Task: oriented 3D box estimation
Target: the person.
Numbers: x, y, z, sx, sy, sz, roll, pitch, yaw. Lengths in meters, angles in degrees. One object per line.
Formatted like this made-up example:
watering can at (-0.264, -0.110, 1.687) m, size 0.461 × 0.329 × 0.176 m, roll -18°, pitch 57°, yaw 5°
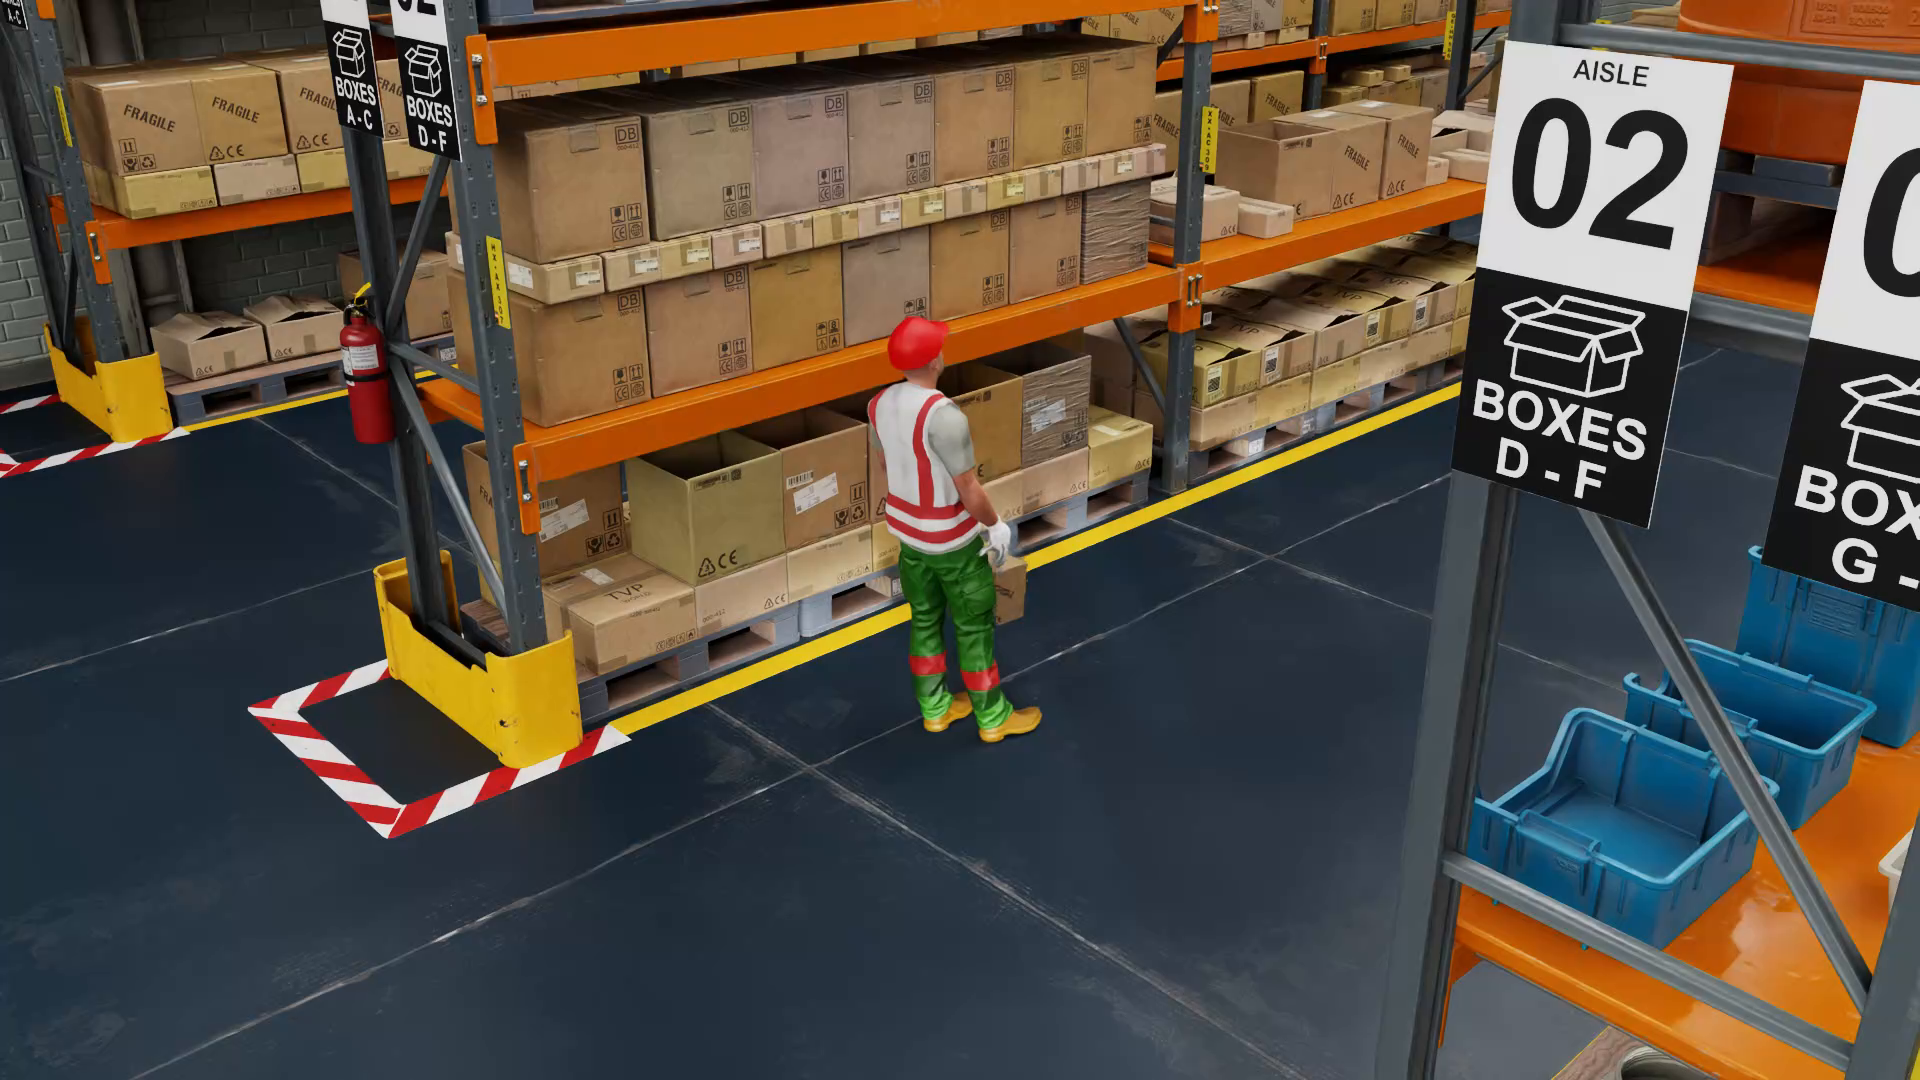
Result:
person at (-0.031, -0.049, 6.663) m, size 0.562 × 1.789 × 0.597 m, roll -21°, pitch 32°, yaw -39°
